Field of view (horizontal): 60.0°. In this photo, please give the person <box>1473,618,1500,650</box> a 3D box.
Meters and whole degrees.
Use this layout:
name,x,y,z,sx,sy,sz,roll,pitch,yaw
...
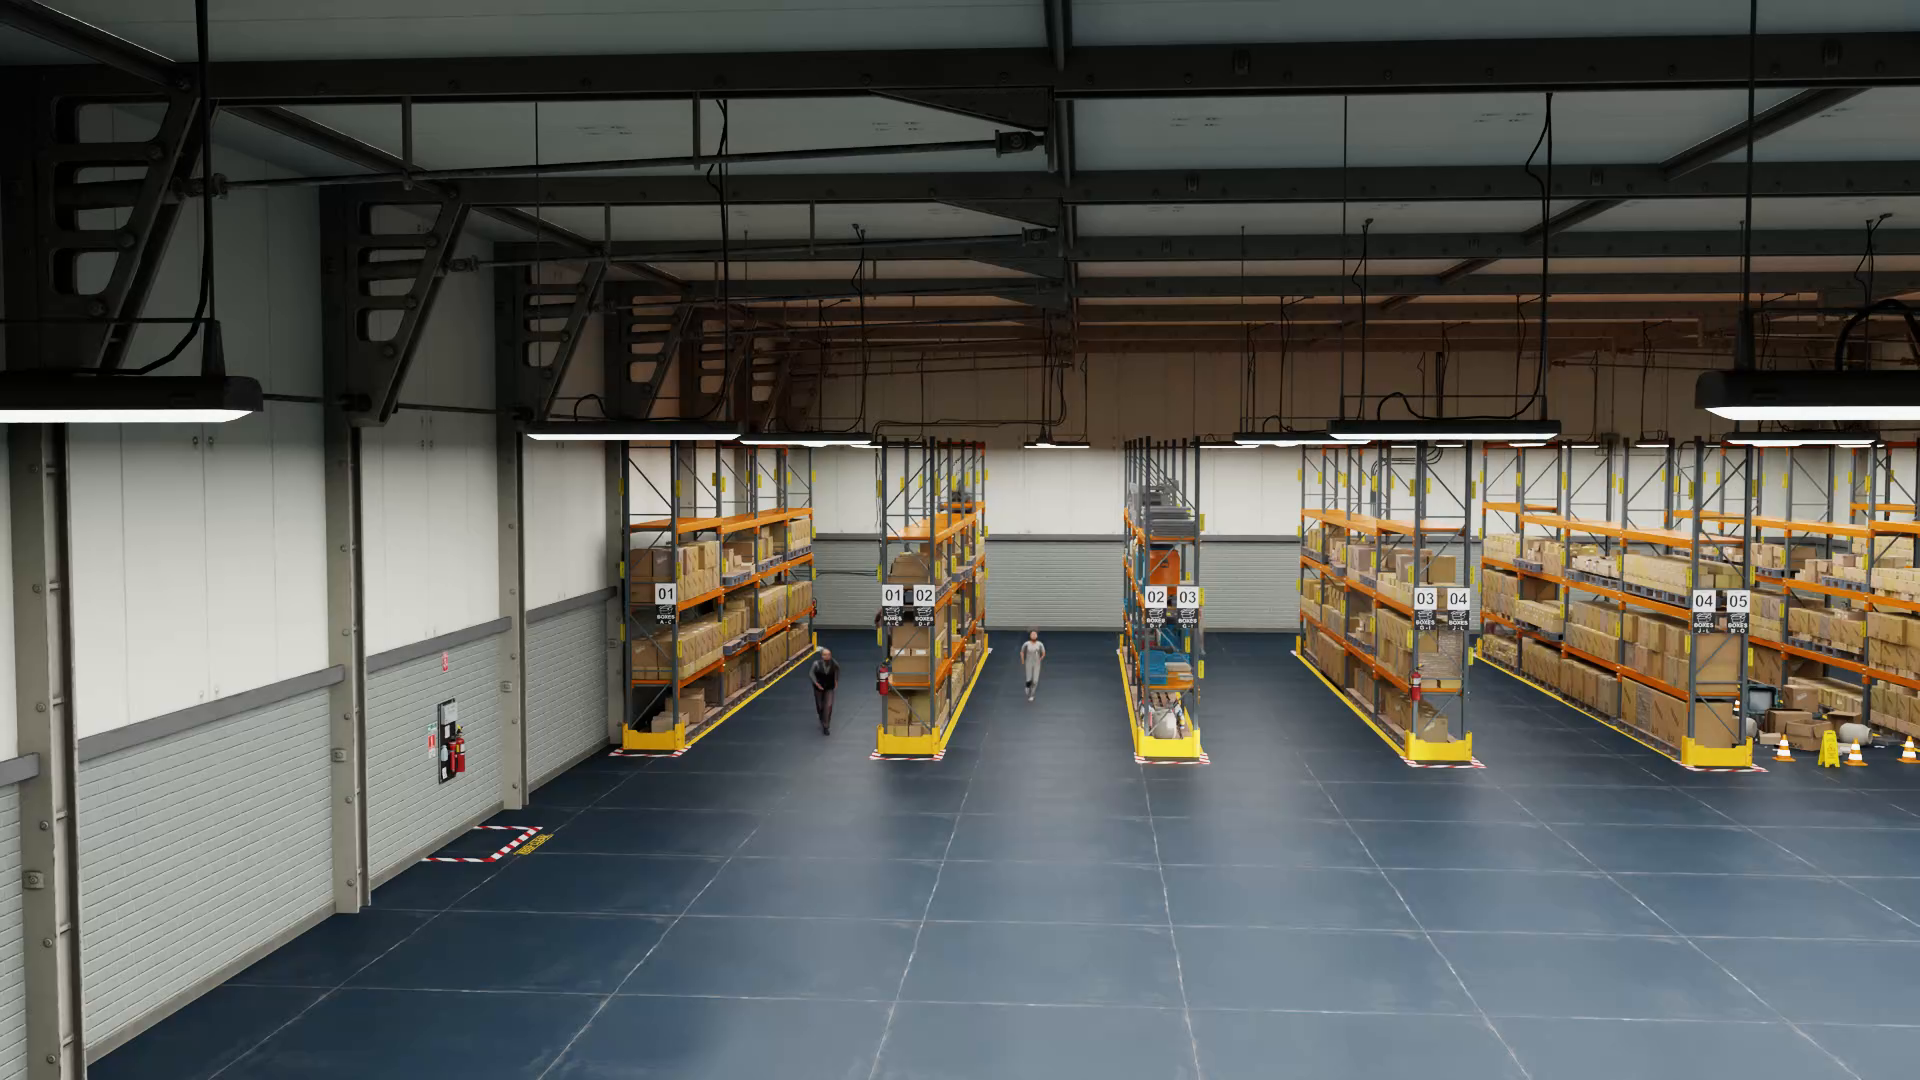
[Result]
name,x,y,z,sx,sy,sz,roll,pitch,yaw
person,15.158,2.357,47.519,0.951,1.620,0.636,1,3,20

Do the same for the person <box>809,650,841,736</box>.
name,x,y,z,sx,sy,sz,roll,pitch,yaw
person,-2.763,3.073,33.964,0.659,1.713,1.062,0,3,-9

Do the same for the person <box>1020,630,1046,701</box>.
name,x,y,z,sx,sy,sz,roll,pitch,yaw
person,1.677,2.876,38.188,0.578,1.622,0.571,0,3,0

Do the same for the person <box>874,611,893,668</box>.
name,x,y,z,sx,sy,sz,roll,pitch,yaw
person,-1.929,2.497,44.281,0.732,1.745,0.740,0,3,1

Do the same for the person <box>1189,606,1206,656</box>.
name,x,y,z,sx,sy,sz,roll,pitch,yaw
person,6.581,2.348,46.961,0.630,1.746,0.935,-1,3,-18
